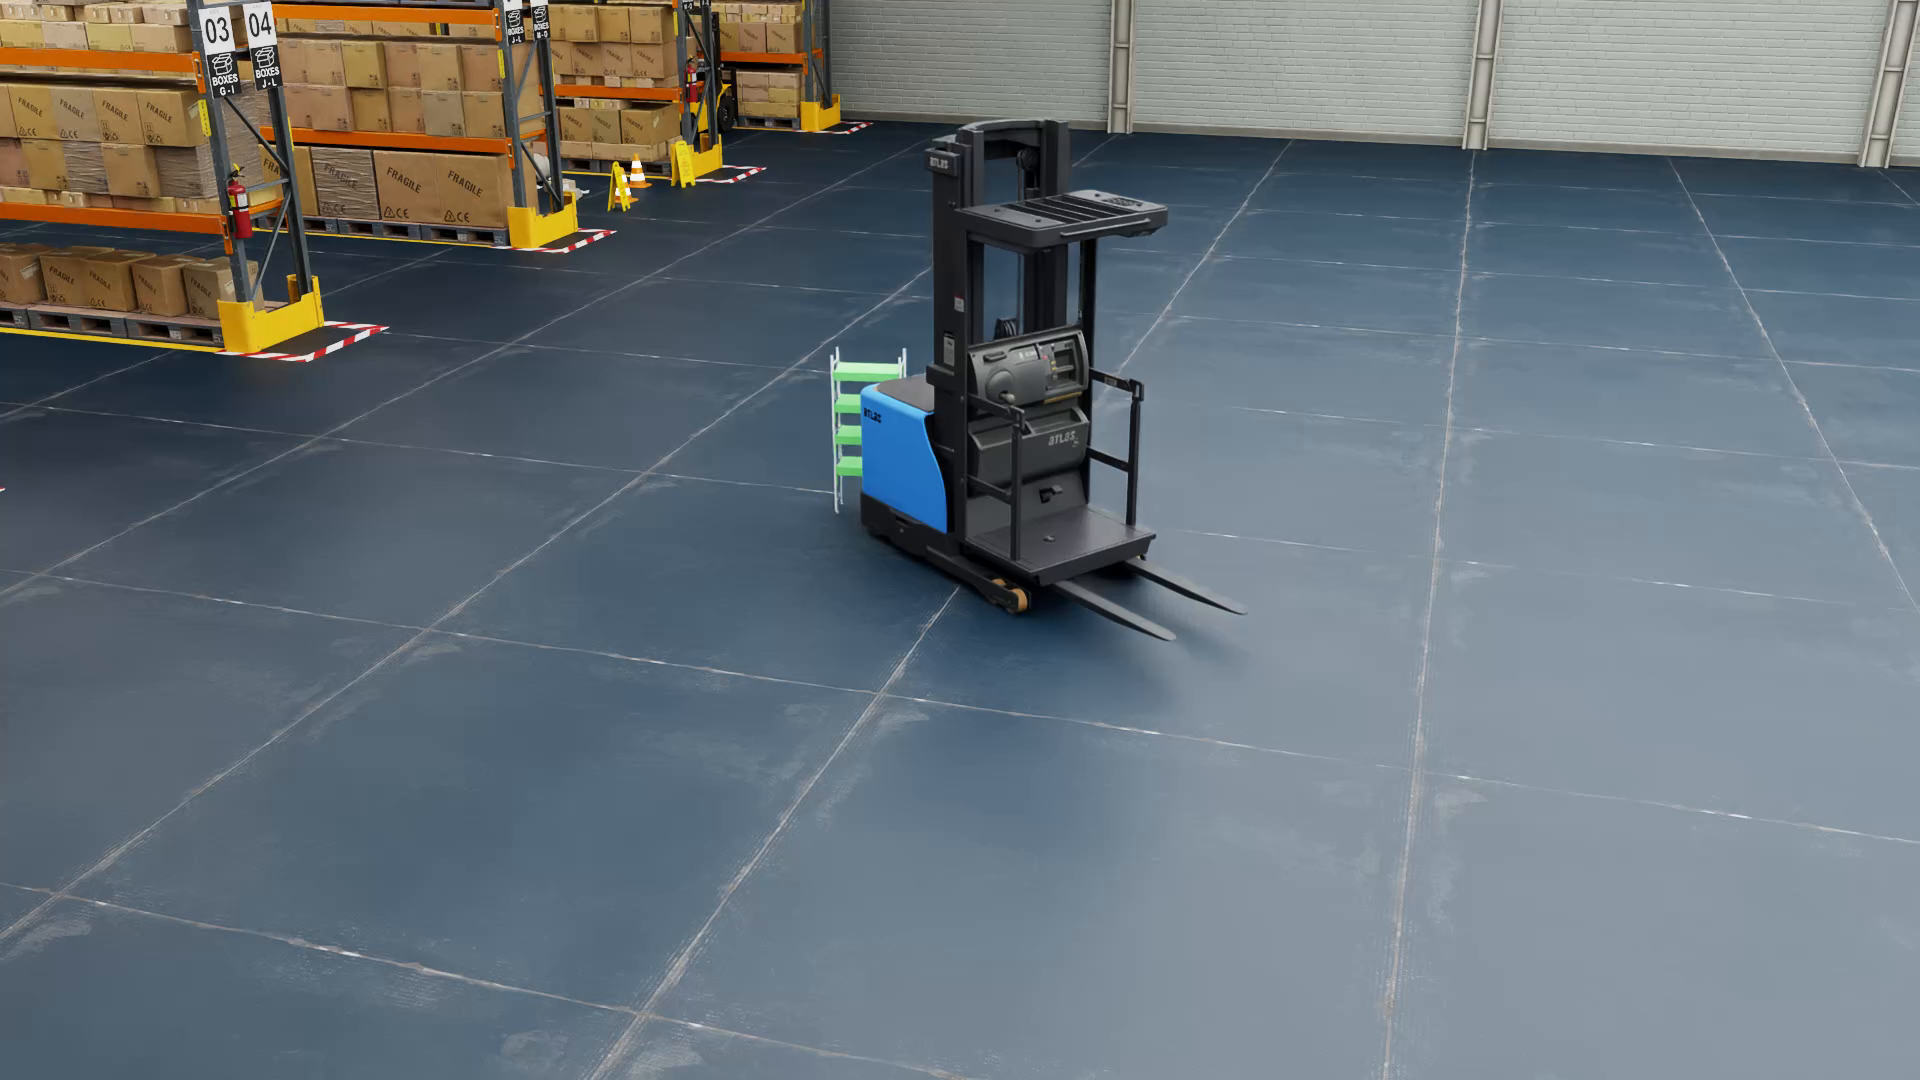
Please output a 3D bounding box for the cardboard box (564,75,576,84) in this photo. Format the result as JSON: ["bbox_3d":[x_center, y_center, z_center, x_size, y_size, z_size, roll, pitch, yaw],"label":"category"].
[{"bbox_3d":[-5.828,-7.044,25.320,0.250,0.149,0.380,7,23,16],"label":"cardboard box"}]

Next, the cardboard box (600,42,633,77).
[{"bbox_3d":[-5.028,-7.222,24.900,0.500,0.500,0.500,7,23,16],"label":"cardboard box"}]

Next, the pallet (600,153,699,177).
[{"bbox_3d":[-4.791,-5.842,25.734,1.213,0.211,1.003,7,23,16],"label":"pallet"}]

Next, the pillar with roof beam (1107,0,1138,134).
[{"bbox_3d":[1.574,-9.783,23.763,0.400,9.000,9.100,7,23,16],"label":"pillar with roof beam"}]

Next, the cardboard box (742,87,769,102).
[{"bbox_3d":[-3.553,-7.978,29.678,0.500,0.250,0.500,6,23,15],"label":"cardboard box"}]

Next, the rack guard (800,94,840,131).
[{"bbox_3d":[-2.497,-7.667,29.802,0.348,0.500,1.175,7,23,16],"label":"rack guard"}]

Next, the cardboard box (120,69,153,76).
[{"bbox_3d":[-10.567,-6.323,21.783,0.500,0.500,0.700,7,23,16],"label":"cardboard box"}]

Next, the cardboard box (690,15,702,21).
[{"bbox_3d":[-4.646,-9.303,29.512,0.250,0.149,0.380,6,23,14],"label":"cardboard box"}]

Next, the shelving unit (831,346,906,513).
[{"bbox_3d":[-0.656,-0.790,12.114,0.503,1.200,0.258,2,22,6],"label":"shelving unit"}]

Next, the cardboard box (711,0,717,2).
[{"bbox_3d":[-4.507,-9.632,29.920,0.250,0.149,0.380,7,23,17],"label":"cardboard box"}]

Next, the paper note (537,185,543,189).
[{"bbox_3d":[-6.200,-5.171,24.351,0.142,0.019,0.148,16,27,34],"label":"paper note"}]

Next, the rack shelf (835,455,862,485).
[{"bbox_3d":[-0.656,-0.508,12.229,0.480,0.148,0.258,2,22,6],"label":"rack shelf"}]

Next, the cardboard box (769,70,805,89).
[{"bbox_3d":[-3.051,-8.148,29.433,0.500,0.250,0.500,7,23,17],"label":"cardboard box"}]

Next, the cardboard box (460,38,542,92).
[{"bbox_3d":[-5.627,-5.836,20.425,0.550,0.550,0.875,7,23,16],"label":"cardboard box"}]

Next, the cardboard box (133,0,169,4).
[{"bbox_3d":[-7.748,-5.141,16.070,0.250,0.149,0.380,7,23,18],"label":"cardboard box"}]

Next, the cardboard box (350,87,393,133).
[{"bbox_3d":[-7.204,-5.508,21.049,0.500,0.550,0.875,7,23,16],"label":"cardboard box"}]

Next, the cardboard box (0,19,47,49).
[{"bbox_3d":[-8.798,-4.866,15.927,0.500,0.250,0.500,6,23,15],"label":"cardboard box"}]

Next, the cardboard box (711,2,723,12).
[{"bbox_3d":[-4.394,-9.439,29.449,0.250,0.149,0.380,7,23,16],"label":"cardboard box"}]

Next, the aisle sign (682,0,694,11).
[{"bbox_3d":[-3.975,-8.113,24.169,0.004,0.787,0.394,7,23,16],"label":"aisle sign"}]

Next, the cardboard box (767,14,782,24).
[{"bbox_3d":[-3.186,-9.126,29.078,0.250,0.149,0.380,7,23,16],"label":"cardboard box"}]

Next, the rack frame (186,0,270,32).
[{"bbox_3d":[-6.813,-6.197,15.020,0.127,3.000,1.000,7,23,16],"label":"rack frame"}]

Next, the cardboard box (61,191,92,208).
[{"bbox_3d":[-8.612,-3.388,16.407,0.250,0.149,0.380,7,23,16],"label":"cardboard box"}]

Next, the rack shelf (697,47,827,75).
[{"bbox_3d":[-4.435,-8.712,30.005,4.000,0.370,1.077,7,23,16],"label":"rack shelf"}]

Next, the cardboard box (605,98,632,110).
[{"bbox_3d":[-5.163,-6.600,25.135,0.250,0.149,0.380,7,23,17],"label":"cardboard box"}]

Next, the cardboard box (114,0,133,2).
[{"bbox_3d":[-8.156,-5.485,16.055,0.500,0.500,0.500,6,23,15],"label":"cardboard box"}]

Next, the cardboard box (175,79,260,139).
[{"bbox_3d":[-7.261,-4.227,16.282,0.500,0.500,0.500,7,23,16],"label":"cardboard box"}]

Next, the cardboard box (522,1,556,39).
[{"bbox_3d":[-6.466,-7.851,25.116,0.500,0.500,0.700,6,23,14],"label":"cardboard box"}]

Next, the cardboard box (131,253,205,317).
[{"bbox_3d":[-7.988,-2.587,16.864,0.500,0.500,0.500,13,26,29],"label":"cardboard box"}]

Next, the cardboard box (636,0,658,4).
[{"bbox_3d":[-5.607,-9.585,29.806,0.250,0.149,0.380,6,23,15],"label":"cardboard box"}]

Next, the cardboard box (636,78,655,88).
[{"bbox_3d":[-4.645,-6.856,24.864,0.250,0.149,0.380,6,23,15],"label":"cardboard box"}]

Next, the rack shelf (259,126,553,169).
[{"bbox_3d":[-7.198,-5.099,21.196,4.000,0.370,1.077,7,23,16],"label":"rack shelf"}]

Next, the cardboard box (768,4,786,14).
[{"bbox_3d":[-3.169,-9.288,29.083,0.250,0.149,0.380,7,23,16],"label":"cardboard box"}]

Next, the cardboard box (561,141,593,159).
[{"bbox_3d":[-5.798,-6.050,25.636,0.500,0.250,0.500,6,23,14],"label":"cardboard box"}]

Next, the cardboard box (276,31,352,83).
[{"bbox_3d":[-8.209,-6.149,21.187,0.550,0.550,0.875,7,23,16],"label":"cardboard box"}]

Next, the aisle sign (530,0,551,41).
[{"bbox_3d":[-5.129,-6.516,20.278,0.004,0.787,0.394,7,23,16],"label":"aisle sign"}]

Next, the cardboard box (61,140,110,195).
[{"bbox_3d":[-8.311,-3.757,16.453,0.500,0.500,0.875,7,23,16],"label":"cardboard box"}]

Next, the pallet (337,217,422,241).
[{"bbox_3d":[-7.236,-4.116,21.526,1.213,0.211,1.003,7,23,15],"label":"pallet"}]

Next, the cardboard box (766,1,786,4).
[{"bbox_3d":[-3.278,-9.489,29.572,0.250,0.149,0.380,7,23,17],"label":"cardboard box"}]

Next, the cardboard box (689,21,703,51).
[{"bbox_3d":[-4.536,-8.998,29.622,0.500,0.500,0.500,7,23,16],"label":"cardboard box"}]

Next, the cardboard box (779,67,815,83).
[{"bbox_3d":[-2.926,-8.332,29.882,0.500,0.250,0.500,6,23,15],"label":"cardboard box"}]

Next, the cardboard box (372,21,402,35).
[{"bbox_3d":[-8.763,-7.860,25.902,0.500,0.500,0.500,7,23,16],"label":"cardboard box"}]

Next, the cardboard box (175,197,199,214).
[{"bbox_3d":[-7.385,-3.289,16.167,0.250,0.149,0.380,7,23,16],"label":"cardboard box"}]

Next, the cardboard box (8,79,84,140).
[{"bbox_3d":[-8.845,-4.205,16.227,0.500,0.500,0.500,7,23,16],"label":"cardboard box"}]

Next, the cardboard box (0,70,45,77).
[{"bbox_3d":[-9.653,-4.503,16.953,0.500,0.500,0.500,7,23,16],"label":"cardboard box"}]

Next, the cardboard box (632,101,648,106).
[{"bbox_3d":[-5.167,-6.538,25.838,0.500,0.500,0.500,6,23,14],"label":"cardboard box"}]

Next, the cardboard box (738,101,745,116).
[{"bbox_3d":[-4.011,-7.801,29.905,0.500,0.250,0.500,7,23,16],"label":"cardboard box"}]

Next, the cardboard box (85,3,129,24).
[{"bbox_3d":[-7.925,-4.921,15.535,0.250,0.149,0.380,7,23,16],"label":"cardboard box"}]

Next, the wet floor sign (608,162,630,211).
[{"bbox_3d":[-4.684,-4.839,22.718,0.232,0.644,0.267,3,22,6],"label":"wet floor sign"}]

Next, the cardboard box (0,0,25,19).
[{"bbox_3d":[-9.161,-5.086,15.936,0.250,0.149,0.380,6,23,14],"label":"cardboard box"}]

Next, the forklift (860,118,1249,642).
[{"bbox_3d":[0.583,-1.093,10.572,1.130,2.935,3.031,-16,27,-34],"label":"forklift"}]

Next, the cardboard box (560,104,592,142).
[{"bbox_3d":[-5.774,-6.398,25.497,0.500,0.500,0.500,6,23,14],"label":"cardboard box"}]

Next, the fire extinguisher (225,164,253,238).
[{"bbox_3d":[-6.836,-3.206,15.734,0.183,0.674,0.296,7,23,16],"label":"fire extinguisher"}]
